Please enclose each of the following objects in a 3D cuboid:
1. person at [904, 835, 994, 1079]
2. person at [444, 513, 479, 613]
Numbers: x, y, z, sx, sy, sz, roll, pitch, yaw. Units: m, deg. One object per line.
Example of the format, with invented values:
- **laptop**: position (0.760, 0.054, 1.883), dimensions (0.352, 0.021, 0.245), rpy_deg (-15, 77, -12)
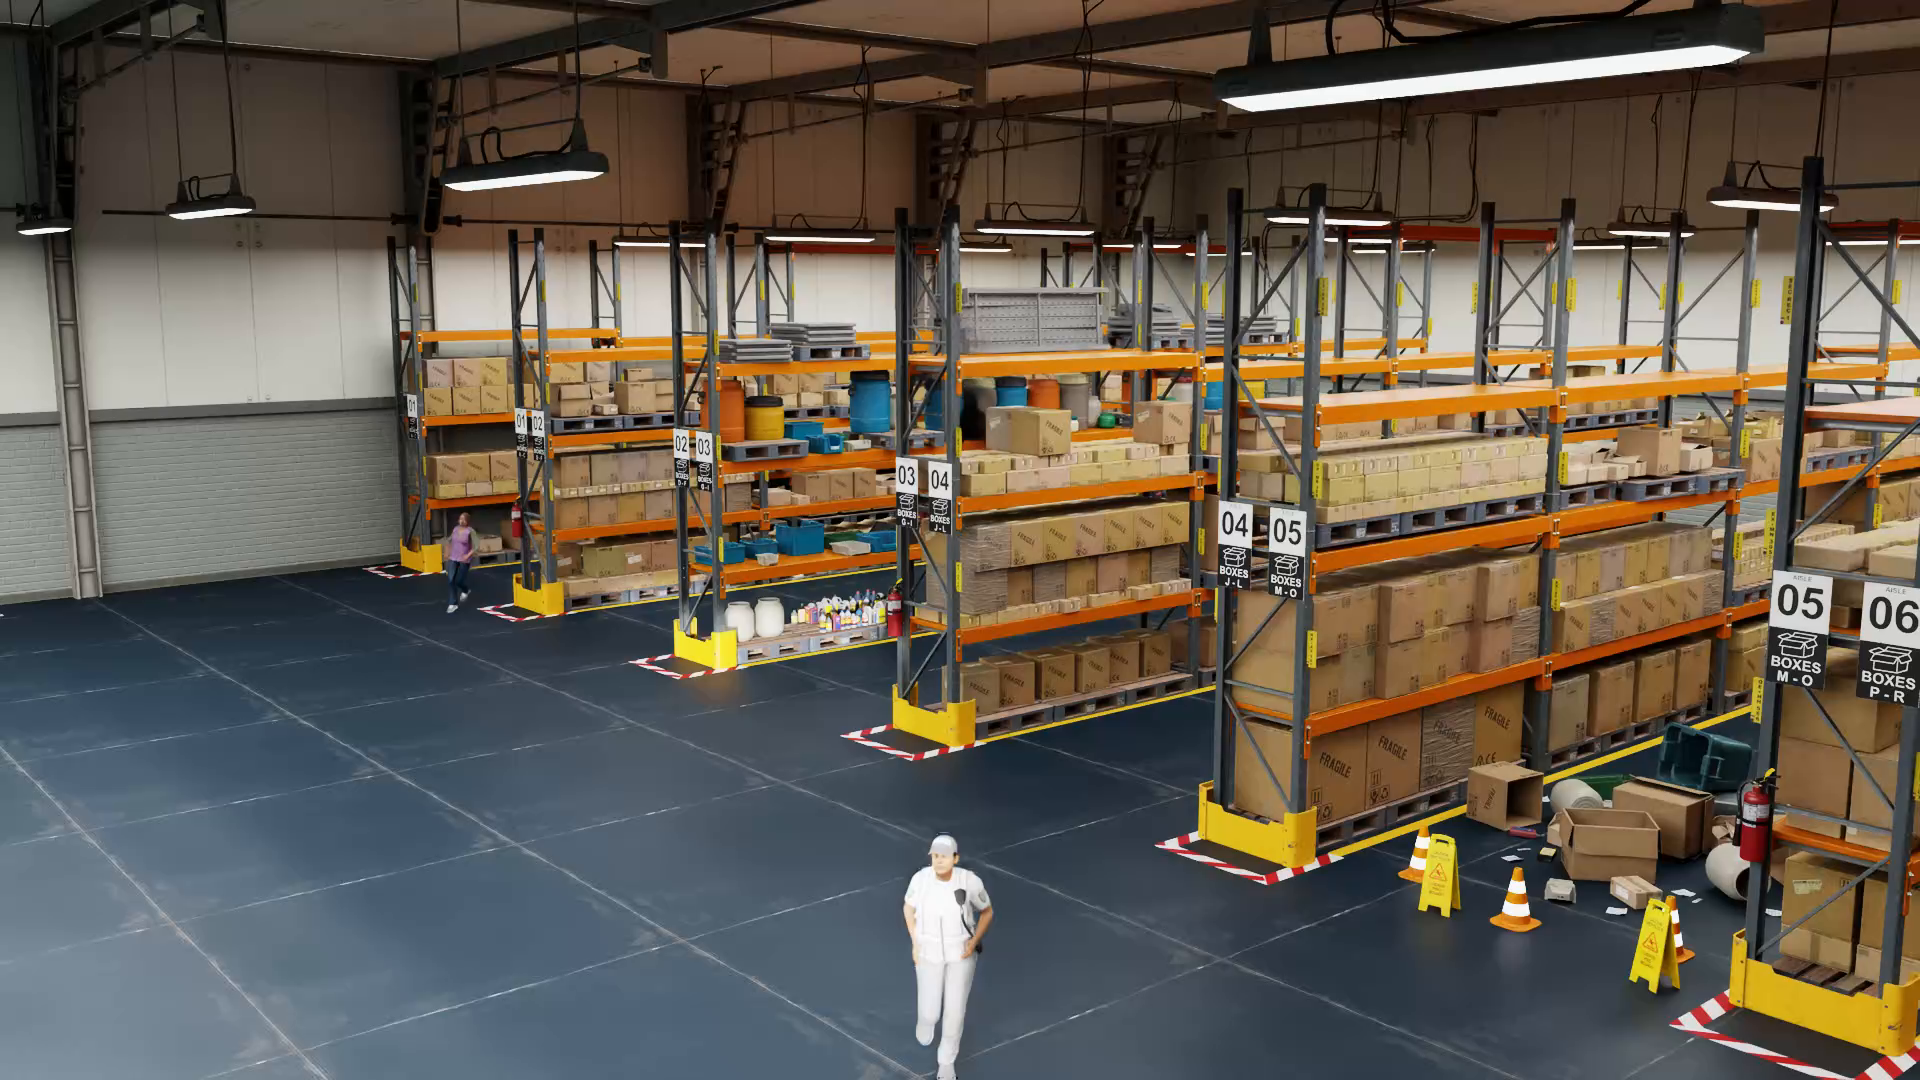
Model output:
- **person**: position (-0.078, 2.715, 10.926), dimensions (0.600, 1.641, 0.596), rpy_deg (1, 9, 5)
- **person**: position (-7.950, 0.354, 26.518), dimensions (0.590, 1.557, 0.642), rpy_deg (2, 9, 10)
